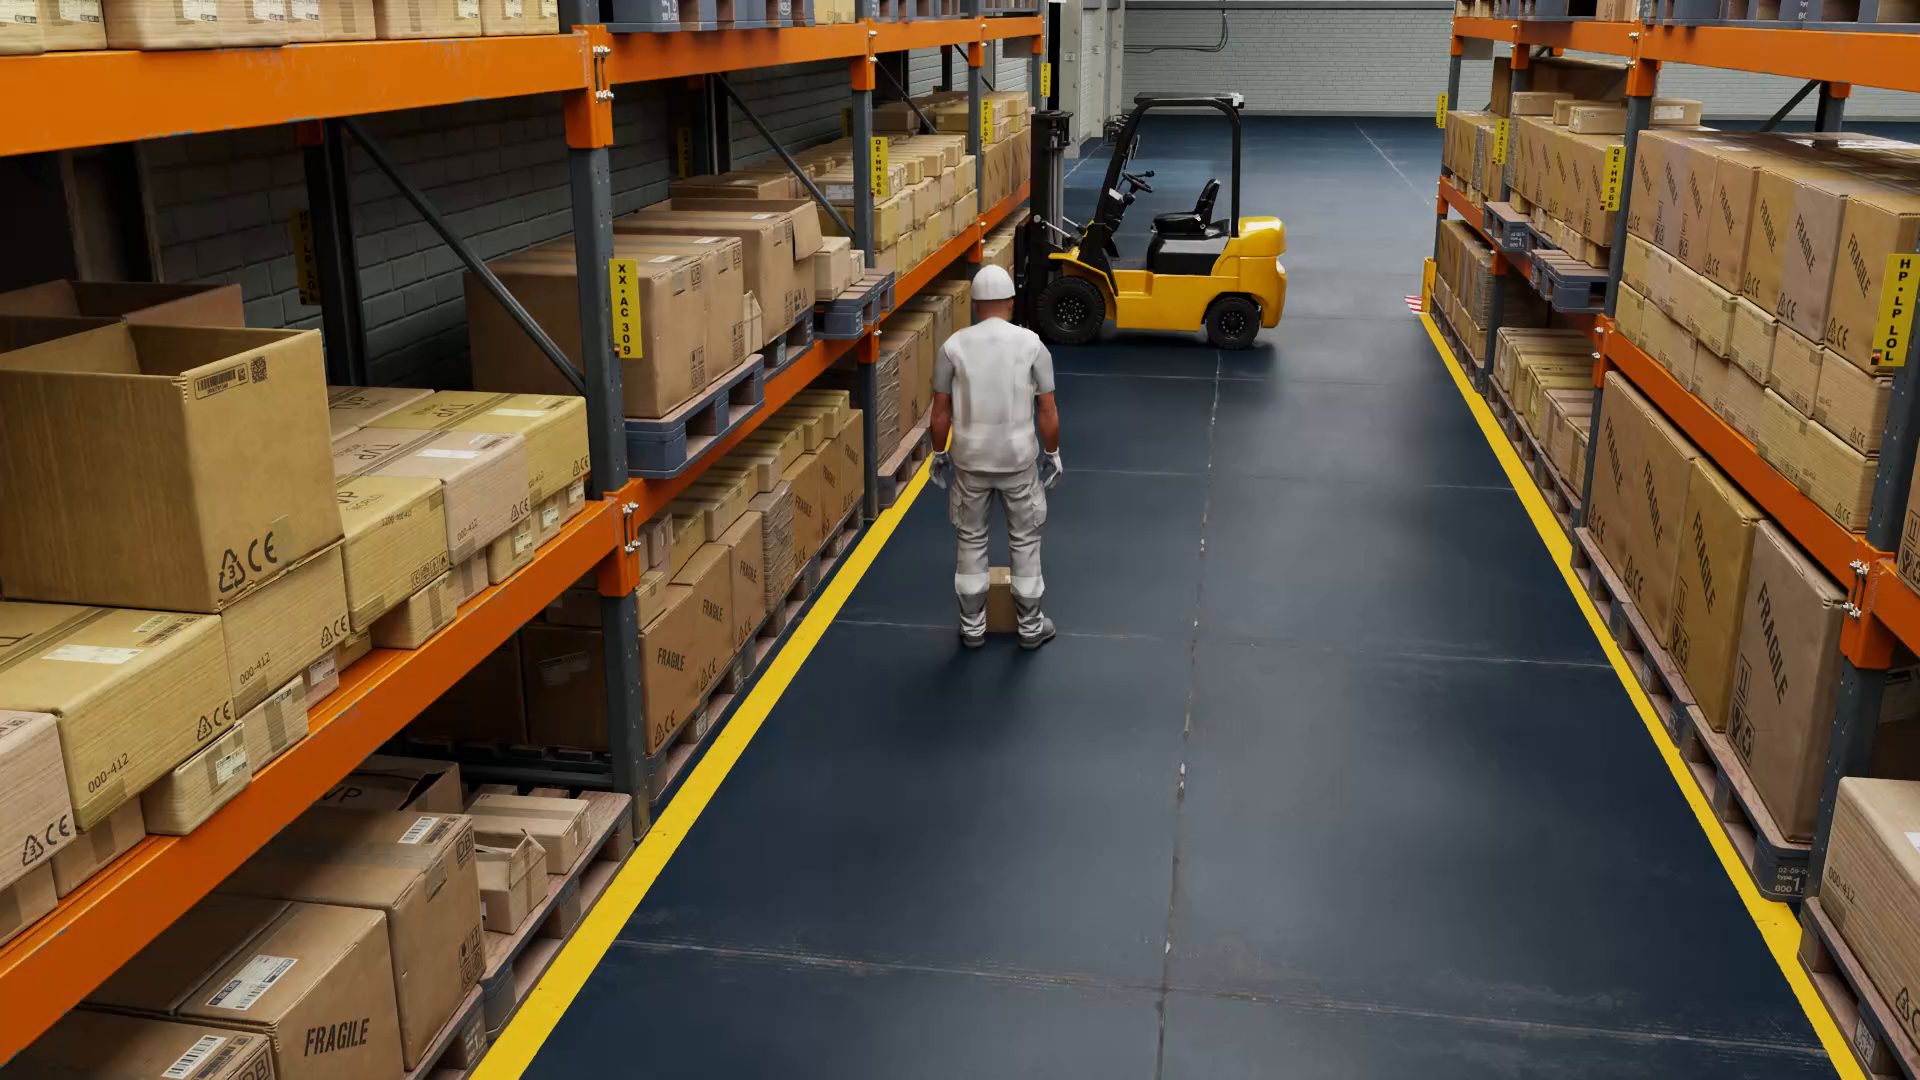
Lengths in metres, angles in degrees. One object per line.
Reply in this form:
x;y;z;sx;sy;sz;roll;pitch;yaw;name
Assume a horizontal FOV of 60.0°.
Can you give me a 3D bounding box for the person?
0.162;-0.369;7.681;0.623;1.780;0.446;2;18;5;person
